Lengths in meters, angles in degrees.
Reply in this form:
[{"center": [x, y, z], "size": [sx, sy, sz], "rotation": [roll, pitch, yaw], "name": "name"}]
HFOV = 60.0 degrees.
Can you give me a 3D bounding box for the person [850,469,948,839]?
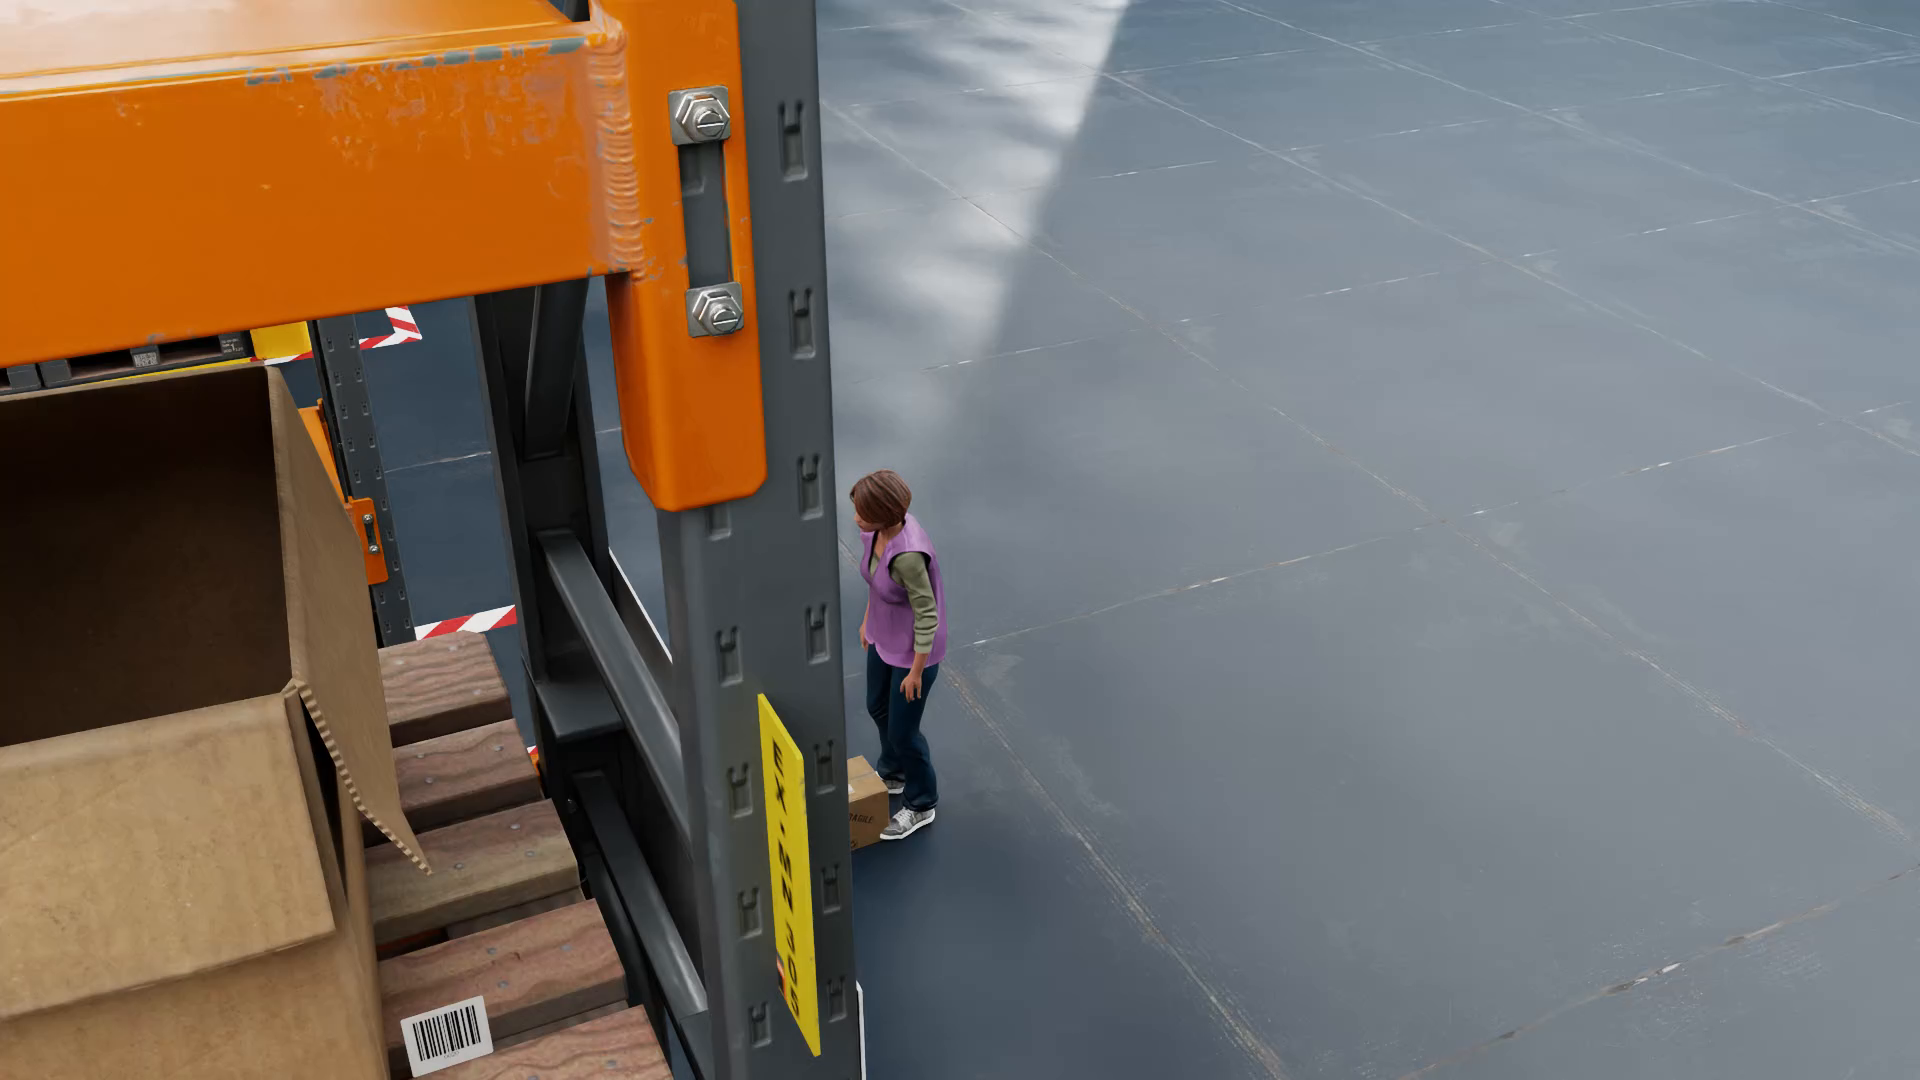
[{"center": [-0.240, 0.426, 6.398], "size": [0.349, 1.592, 0.474], "rotation": [-14, 33, -23], "name": "person"}]
